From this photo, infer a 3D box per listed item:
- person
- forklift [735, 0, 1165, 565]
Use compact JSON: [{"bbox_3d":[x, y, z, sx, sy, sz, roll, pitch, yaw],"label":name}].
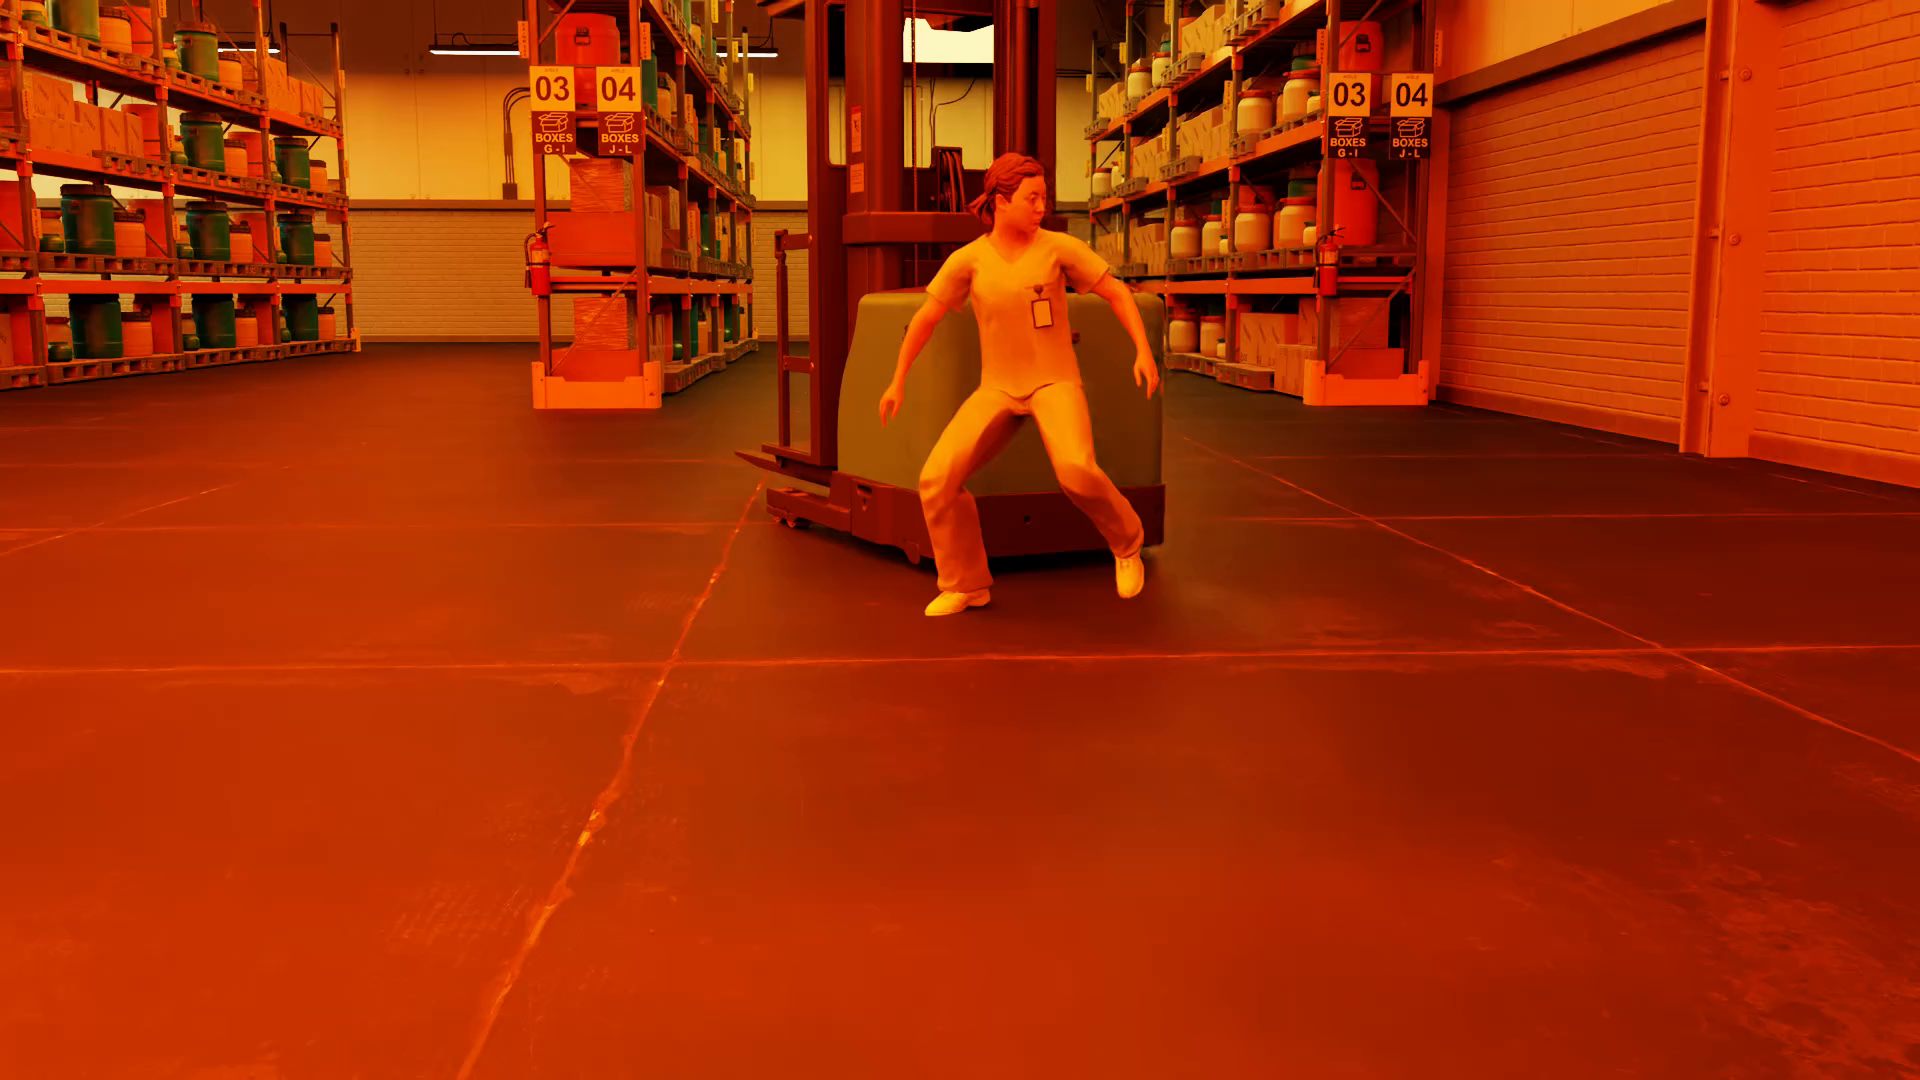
[{"bbox_3d":[0.195,-0.505,5.582,0.921,1.553,0.500,3,9,17],"label":"person"},{"bbox_3d":[-0.264,-1.530,7.637,1.130,2.935,3.031,-4,9,-25],"label":"forklift"}]
